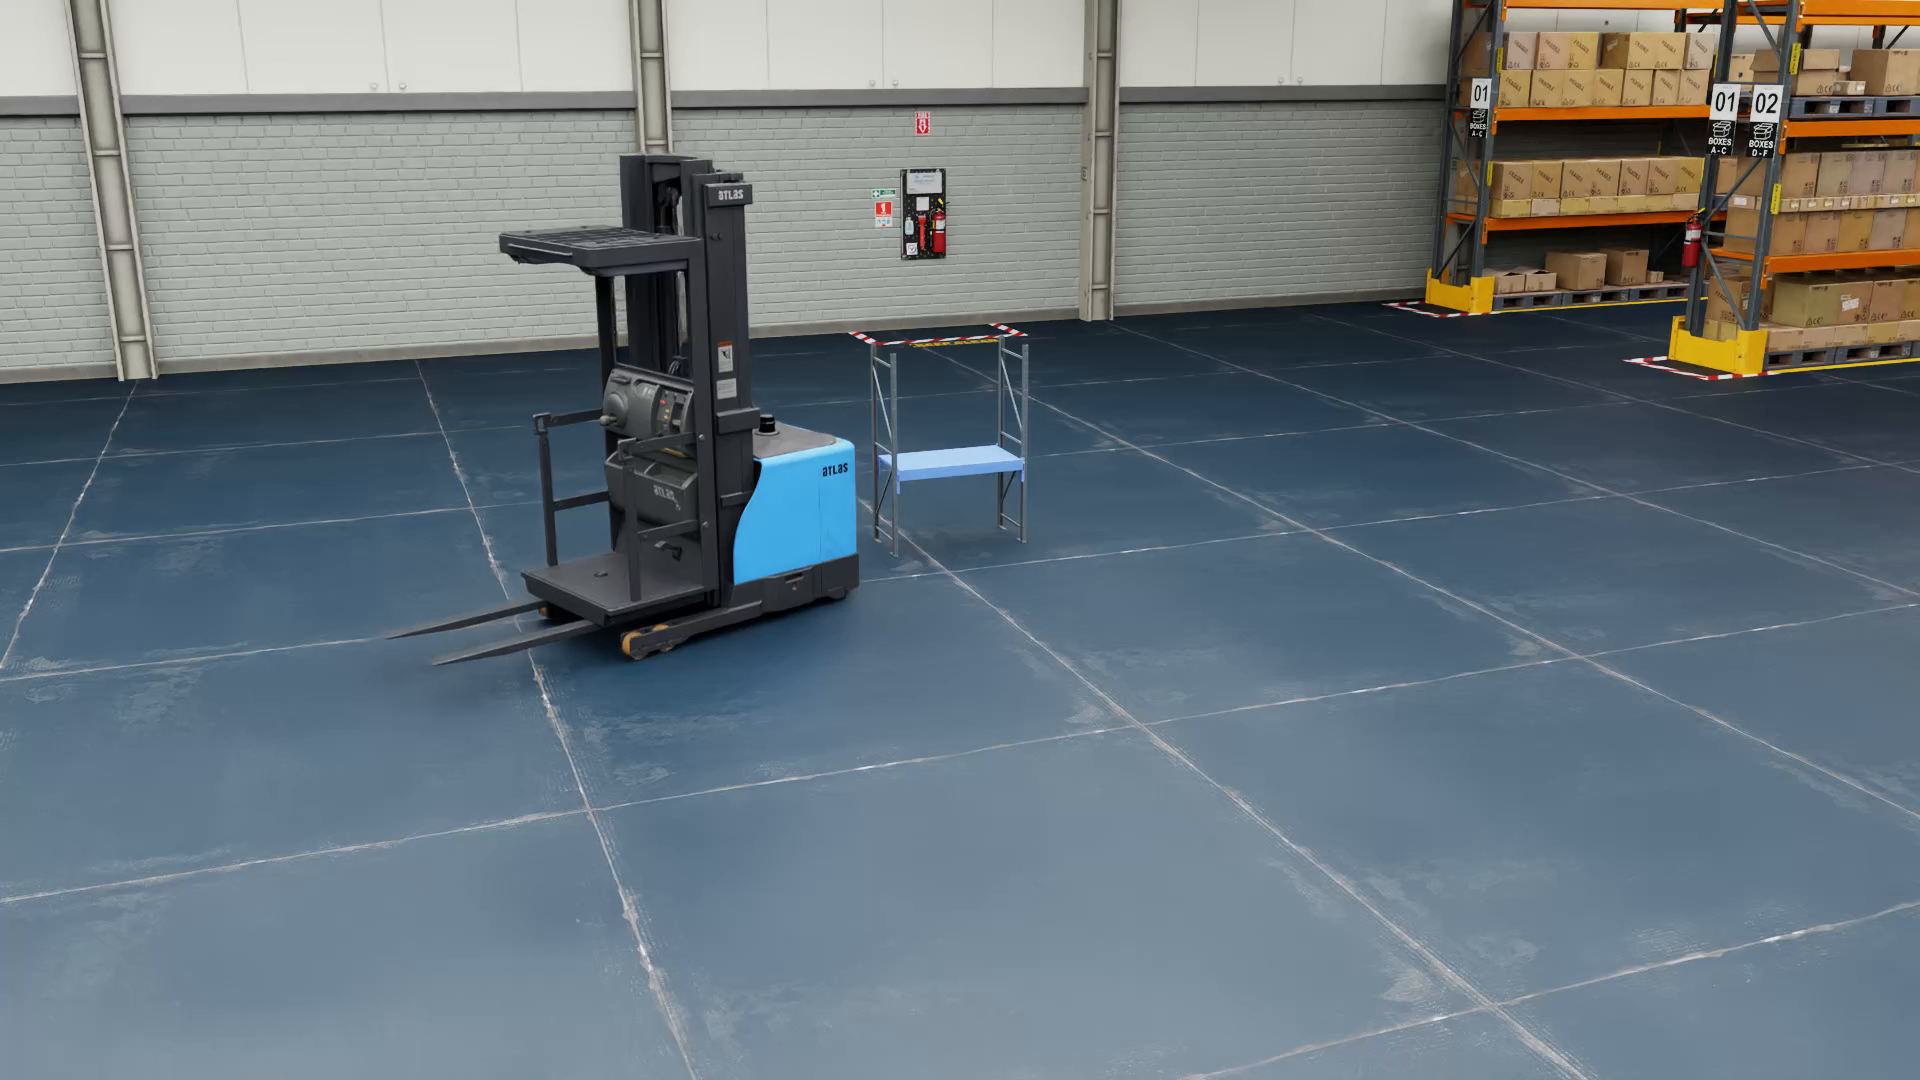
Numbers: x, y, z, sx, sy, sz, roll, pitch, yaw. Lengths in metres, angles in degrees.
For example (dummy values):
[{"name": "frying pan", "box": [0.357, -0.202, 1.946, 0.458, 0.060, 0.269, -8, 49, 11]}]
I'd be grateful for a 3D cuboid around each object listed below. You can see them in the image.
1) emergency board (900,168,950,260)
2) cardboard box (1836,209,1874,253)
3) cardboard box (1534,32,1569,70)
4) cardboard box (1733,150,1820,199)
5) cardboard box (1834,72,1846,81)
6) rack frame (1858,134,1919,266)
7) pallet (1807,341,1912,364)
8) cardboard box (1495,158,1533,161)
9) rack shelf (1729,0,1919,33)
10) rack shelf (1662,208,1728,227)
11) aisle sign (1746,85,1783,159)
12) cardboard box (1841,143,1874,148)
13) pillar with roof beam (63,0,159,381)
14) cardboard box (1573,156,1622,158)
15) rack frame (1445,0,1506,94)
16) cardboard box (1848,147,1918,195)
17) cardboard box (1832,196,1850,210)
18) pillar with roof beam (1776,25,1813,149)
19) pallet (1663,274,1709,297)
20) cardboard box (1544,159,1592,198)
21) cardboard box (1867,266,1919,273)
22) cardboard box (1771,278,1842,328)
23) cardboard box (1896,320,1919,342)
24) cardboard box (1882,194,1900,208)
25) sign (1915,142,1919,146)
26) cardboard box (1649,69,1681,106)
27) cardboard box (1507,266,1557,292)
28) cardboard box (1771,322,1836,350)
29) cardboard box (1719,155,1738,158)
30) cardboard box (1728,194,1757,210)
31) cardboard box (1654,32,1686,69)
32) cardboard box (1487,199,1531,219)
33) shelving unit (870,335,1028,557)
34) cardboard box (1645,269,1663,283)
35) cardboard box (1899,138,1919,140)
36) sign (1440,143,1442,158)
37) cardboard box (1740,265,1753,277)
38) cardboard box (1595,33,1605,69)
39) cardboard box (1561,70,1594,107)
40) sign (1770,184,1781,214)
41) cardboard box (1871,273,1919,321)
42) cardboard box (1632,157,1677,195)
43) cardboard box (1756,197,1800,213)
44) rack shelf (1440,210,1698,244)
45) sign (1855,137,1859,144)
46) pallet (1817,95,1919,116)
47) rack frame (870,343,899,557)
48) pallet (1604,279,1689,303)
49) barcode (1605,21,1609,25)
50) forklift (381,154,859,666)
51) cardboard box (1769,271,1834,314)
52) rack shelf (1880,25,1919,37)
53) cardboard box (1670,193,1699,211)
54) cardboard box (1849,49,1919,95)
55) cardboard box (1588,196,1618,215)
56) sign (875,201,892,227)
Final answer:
[{"name": "emergency board", "box": [-0.441, -4.258, 21.774, 0.643, 1.169, 0.194, -6, 17, -20]}, {"name": "cardboard box", "box": [10.309, -3.695, 19.681, 0.500, 0.500, 0.700, -6, 17, -20]}, {"name": "cardboard box", "box": [8.072, -6.793, 23.094, 0.500, 0.500, 0.500, -6, 18, -21]}, {"name": "cardboard box", "box": [9.404, -4.220, 19.166, 0.500, 0.500, 0.700, -6, 17, -20]}, {"name": "cardboard box", "box": [9.895, -5.322, 19.348, 0.500, 0.250, 0.500, -6, 17, -20]}, {"name": "rack frame", "box": [14.609, -5.610, 26.380, 0.127, 3.000, 1.000, -6, 17, -20]}, {"name": "pallet", "box": [10.751, -2.373, 20.304, 1.213, 0.211, 1.003, -6, 17, -20]}, {"name": "cardboard box", "box": [7.976, -5.253, 24.062, 0.500, 0.500, 0.500, -6, 17, -19]}, {"name": "rack shelf", "box": [10.782, -6.044, 19.195, 4.000, 0.370, 1.077, -6, 17, -20]}, {"name": "rack shelf", "box": [12.741, -5.064, 25.795, 4.000, 0.370, 1.077, -6, 17, -20]}, {"name": "aisle sign", "box": [8.963, -4.661, 18.533, 0.004, 0.787, 0.394, -6, 17, -20]}, {"name": "cardboard box", "box": [14.002, -6.102, 25.943, 0.250, 0.149, 0.380, -9, 19, -29]}, {"name": "pillar with roof beam", "box": [-7.785, -5.033, 13.766, 0.400, 9.000, 9.100, -6, 17, -20]}, {"name": "cardboard box", "box": [9.408, -5.412, 24.605, 0.500, 0.500, 0.500, -6, 17, -19]}, {"name": "rack frame", "box": [7.138, -7.682, 22.788, 0.127, 3.000, 1.000, -6, 17, -20]}, {"name": "cardboard box", "box": [10.832, -4.376, 19.698, 0.500, 0.500, 0.700, -6, 17, -20]}, {"name": "cardboard box", "box": [10.073, -3.920, 19.295, 0.250, 0.149, 0.380, -6, 18, -21]}, {"name": "pillar with roof beam", "box": [14.626, -7.453, 22.006, 0.400, 9.000, 9.100, -6, 17, -20]}, {"name": "pallet", "box": [11.600, -3.948, 25.668, 1.213, 0.211, 1.003, -6, 17, -20]}, {"name": "cardboard box", "box": [8.642, -5.168, 23.773, 0.500, 0.500, 0.500, -7, 18, -22]}, {"name": "cardboard box", "box": [11.640, -3.129, 20.735, 0.500, 0.500, 0.500, -6, 17, -20]}, {"name": "cardboard box", "box": [9.961, -2.789, 19.577, 0.500, 0.500, 0.500, -6, 17, -20]}, {"name": "cardboard box", "box": [11.363, -2.580, 20.195, 0.500, 0.250, 0.500, -6, 17, -20]}, {"name": "cardboard box", "box": [10.794, -3.998, 19.560, 0.250, 0.149, 0.380, -6, 17, -20]}, {"name": "sign", "box": [14.812, -5.986, 25.745, 0.005, 0.325, 0.100, -6, 17, -20]}, {"name": "cardboard box", "box": [10.014, -6.540, 24.010, 0.500, 0.500, 0.500, -8, 18, -25]}, {"name": "cardboard box", "box": [8.349, -3.828, 24.303, 0.500, 0.311, 0.500, -5, 17, -15]}, {"name": "cardboard box", "box": [9.960, -2.430, 19.684, 0.500, 0.250, 0.500, -6, 17, -20]}, {"name": "cardboard box", "box": [11.885, -5.563, 25.260, 0.500, 0.500, 0.700, -4, 17, -14]}, {"name": "cardboard box", "box": [9.203, -3.949, 19.393, 0.250, 0.149, 0.380, -6, 18, -21]}, {"name": "cardboard box", "box": [9.992, -7.004, 23.813, 0.500, 0.500, 0.500, -5, 17, -17]}, {"name": "cardboard box", "box": [7.708, -4.707, 23.535, 0.500, 0.250, 0.500, -7, 18, -22]}, {"name": "shelving unit", "box": [-0.080, -0.711, 12.358, 1.048, 1.500, 0.538, -6, 17, -20]}, {"name": "cardboard box", "box": [10.385, -3.997, 25.133, 0.250, 0.166, 0.380, -9, 18, -27]}, {"name": "cardboard box", "box": [15.424, -6.336, 26.778, 0.500, 0.250, 0.500, -7, 18, -22]}, {"name": "sign", "box": [6.959, -5.659, 23.930, 0.005, 0.325, 0.100, -6, 17, -20]}, {"name": "cardboard box", "box": [12.019, -4.363, 25.787, 0.500, 0.500, 0.700, -7, 18, -21]}, {"name": "cardboard box", "box": [8.894, -7.043, 23.948, 0.500, 0.500, 0.500, -6, 17, -20]}, {"name": "cardboard box", "box": [8.538, -6.367, 23.419, 0.500, 0.500, 0.500, -5, 17, -18]}, {"name": "sign", "box": [9.107, -3.808, 18.564, 0.005, 0.325, 0.100, -6, 17, -20]}, {"name": "cardboard box", "box": [11.358, -2.943, 20.101, 0.500, 0.500, 0.500, -6, 17, -20]}, {"name": "cardboard box", "box": [10.079, -5.324, 24.303, 0.500, 0.500, 0.500, -6, 17, -20]}, {"name": "cardboard box", "box": [9.358, -3.843, 19.033, 0.250, 0.149, 0.380, -6, 18, -20]}, {"name": "rack shelf", "box": [9.006, -4.660, 24.421, 4.000, 0.370, 1.077, -6, 17, -20]}, {"name": "sign", "box": [14.407, -6.312, 26.713, 0.005, 0.325, 0.100, -6, 17, -20]}, {"name": "pallet", "box": [10.725, -5.086, 19.428, 1.213, 0.211, 1.003, -6, 17, -20]}, {"name": "rack frame", "box": [-0.554, -0.660, 12.183, 0.032, 1.500, 0.500, -6, 17, -20]}, {"name": "pallet", "box": [10.259, -3.792, 25.137, 1.213, 0.211, 1.003, -6, 17, -20]}, {"name": "barcode", "box": [9.422, -7.531, 24.224, 0.075, 0.075, 0.001, -6, 17, -20]}, {"name": "forklift", "box": [-2.105, -0.845, 10.275, 3.031, 2.935, 1.130, -15, 22, -41]}, {"name": "cardboard box", "box": [10.237, -2.980, 20.226, 0.500, 0.500, 0.500, -6, 17, -20]}, {"name": "rack shelf", "box": [16.476, -8.153, 26.379, 4.000, 0.370, 1.077, -6, 17, -20]}, {"name": "cardboard box", "box": [10.540, -5.017, 24.591, 0.500, 0.250, 0.500, -6, 17, -20]}, {"name": "cardboard box", "box": [10.563, -5.352, 19.006, 0.500, 0.500, 0.500, -6, 17, -20]}, {"name": "cardboard box", "box": [9.138, -4.863, 24.067, 0.500, 0.250, 0.500, -6, 17, -20]}, {"name": "sign", "box": [-0.995, -4.247, 21.672, 0.234, 0.329, 0.001, -6, 17, -20]}]
